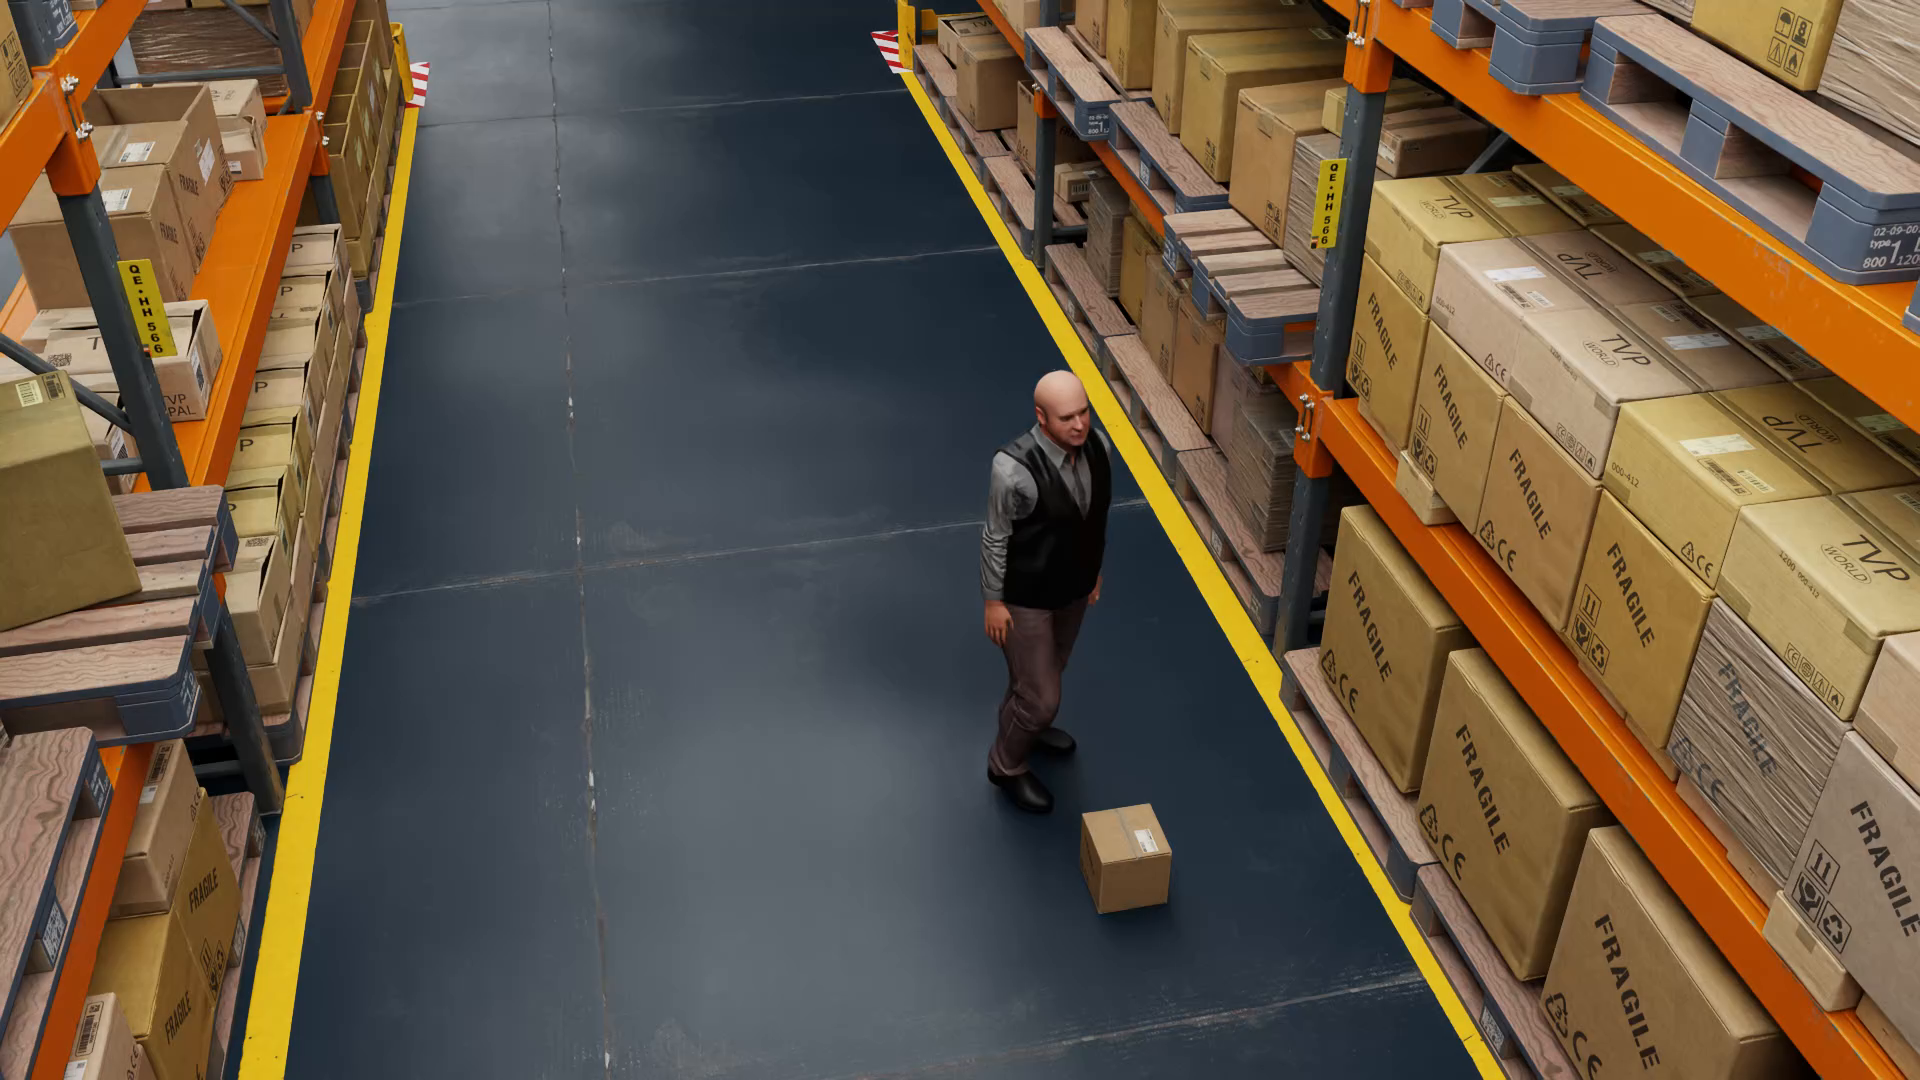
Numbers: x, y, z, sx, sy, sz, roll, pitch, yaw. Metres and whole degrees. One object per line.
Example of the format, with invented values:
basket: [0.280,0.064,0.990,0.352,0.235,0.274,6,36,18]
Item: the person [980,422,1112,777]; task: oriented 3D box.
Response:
person: [0.295,0.205,5.945,0.559,1.458,0.488,-27,43,-34]
